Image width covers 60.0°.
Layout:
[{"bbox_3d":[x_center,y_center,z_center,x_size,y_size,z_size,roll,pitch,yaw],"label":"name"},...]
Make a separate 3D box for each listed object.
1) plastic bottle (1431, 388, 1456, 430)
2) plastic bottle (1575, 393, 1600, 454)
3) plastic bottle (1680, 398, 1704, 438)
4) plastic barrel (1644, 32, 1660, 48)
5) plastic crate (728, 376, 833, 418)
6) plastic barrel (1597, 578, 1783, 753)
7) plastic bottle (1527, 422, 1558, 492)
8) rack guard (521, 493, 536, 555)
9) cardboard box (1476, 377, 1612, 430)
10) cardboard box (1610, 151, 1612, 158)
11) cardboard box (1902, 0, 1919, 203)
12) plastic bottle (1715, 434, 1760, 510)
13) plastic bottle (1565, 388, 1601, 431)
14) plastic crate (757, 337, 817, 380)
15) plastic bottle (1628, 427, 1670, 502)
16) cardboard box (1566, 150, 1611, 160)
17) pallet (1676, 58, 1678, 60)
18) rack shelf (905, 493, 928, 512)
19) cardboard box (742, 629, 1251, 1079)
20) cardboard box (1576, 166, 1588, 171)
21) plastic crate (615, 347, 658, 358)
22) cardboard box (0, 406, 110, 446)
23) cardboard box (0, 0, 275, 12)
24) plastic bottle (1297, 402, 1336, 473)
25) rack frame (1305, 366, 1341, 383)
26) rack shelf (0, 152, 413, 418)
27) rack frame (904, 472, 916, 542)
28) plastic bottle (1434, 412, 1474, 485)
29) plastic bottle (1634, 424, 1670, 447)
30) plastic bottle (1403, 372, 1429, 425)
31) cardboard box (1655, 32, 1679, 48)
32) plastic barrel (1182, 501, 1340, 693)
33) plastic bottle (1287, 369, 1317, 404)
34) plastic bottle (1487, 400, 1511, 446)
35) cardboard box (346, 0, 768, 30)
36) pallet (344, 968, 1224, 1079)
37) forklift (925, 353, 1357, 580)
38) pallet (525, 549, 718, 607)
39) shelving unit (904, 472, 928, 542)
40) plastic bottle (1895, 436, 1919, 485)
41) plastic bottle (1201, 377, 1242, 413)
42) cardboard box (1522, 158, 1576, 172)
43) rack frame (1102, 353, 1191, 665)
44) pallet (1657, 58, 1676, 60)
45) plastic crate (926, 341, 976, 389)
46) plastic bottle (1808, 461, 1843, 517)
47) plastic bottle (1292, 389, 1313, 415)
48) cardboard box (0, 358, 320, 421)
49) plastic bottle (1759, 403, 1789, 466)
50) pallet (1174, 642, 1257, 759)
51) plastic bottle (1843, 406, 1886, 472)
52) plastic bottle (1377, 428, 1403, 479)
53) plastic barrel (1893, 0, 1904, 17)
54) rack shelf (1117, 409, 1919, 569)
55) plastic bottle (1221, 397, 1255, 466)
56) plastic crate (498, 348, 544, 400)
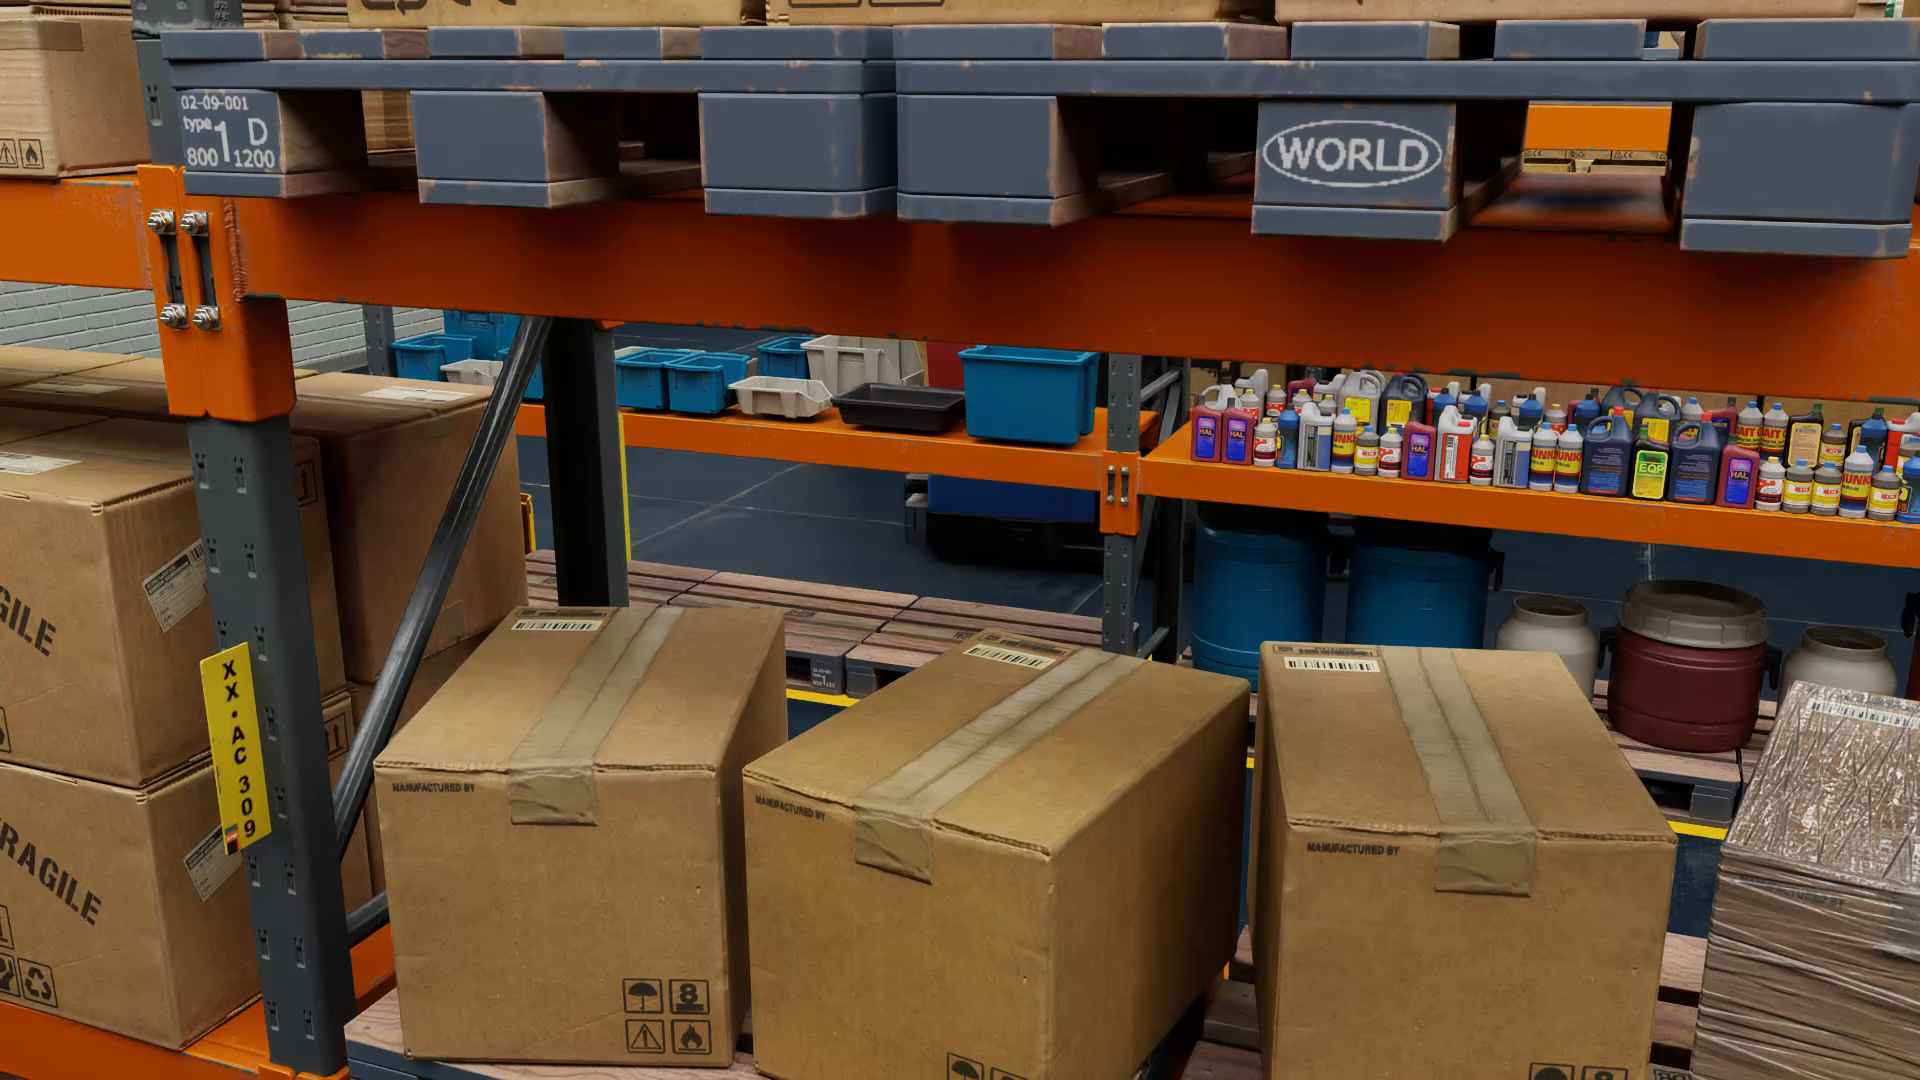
[{"bbox_3d":[2.145,-0.541,7.387,0.097,0.271,0.097,0,16,0],"label":"plastic bottle"},{"bbox_3d":[2.734,-0.503,7.258,0.097,0.271,0.097,0,16,0],"label":"plastic bottle"},{"bbox_3d":[3.144,-0.477,7.166,0.097,0.271,0.097,0,16,0],"label":"plastic bottle"},{"bbox_3d":[2.523,-2.430,6.632,0.708,0.901,0.600,6,17,21],"label":"plastic barrel"},{"bbox_3d":[-0.851,-0.685,8.017,0.466,0.136,0.293,6,17,21],"label":"plastic crate"},{"bbox_3d":[3.089,0.522,7.067,0.708,0.588,0.600,6,17,21],"label":"plastic barrel"},{"bbox_3d":[2.345,-0.337,6.685,0.097,0.271,0.097,0,16,0],"label":"plastic bottle"},{"bbox_3d":[-2.869,0.110,9.398,0.348,0.500,1.175,6,17,21],"label":"rack guard"},{"bbox_3d":[4.131,-0.997,11.784,0.875,0.875,1.225,6,17,19],"label":"cardboard box"},{"bbox_3d":[7.789,-4.977,20.463,0.500,0.500,0.500,7,18,22],"label":"cardboard box"},{"bbox_3d":[1.403,-0.619,1.865,0.500,0.500,0.910,6,17,21],"label":"cardboard box"},{"bbox_3d":[3.004,-0.265,6.415,0.133,0.283,0.061,6,17,21],"label":"plastic bottle"},{"bbox_3d":[2.747,-0.532,7.334,0.133,0.283,0.061,6,17,21],"label":"plastic bottle"},{"bbox_3d":[-0.837,-0.896,8.574,0.300,0.233,0.416,6,17,21],"label":"plastic crate"},{"bbox_3d":[2.708,-0.297,6.527,0.133,0.283,0.061,6,17,21],"label":"plastic bottle"},{"bbox_3d":[7.586,-4.849,20.023,0.500,0.500,0.500,6,17,19],"label":"cardboard box"},{"bbox_3d":[4.758,-3.073,10.838,1.213,0.211,1.003,7,18,23],"label":"pallet"},{"bbox_3d":[-0.221,-0.241,10.655,0.200,0.077,0.258,4,17,13],"label":"rack shelf"},{"bbox_3d":[0.080,0.513,2.595,0.500,0.500,0.700,9,19,29],"label":"cardboard box"},{"bbox_3d":[6.017,-3.512,16.022,0.250,0.149,0.380,6,17,19],"label":"cardboard box"},{"bbox_3d":[-1.752,-0.924,8.841,0.243,0.136,0.396,6,17,21],"label":"plastic crate"},{"bbox_3d":[-1.984,0.038,3.191,0.500,0.500,0.500,6,17,20],"label":"cardboard box"},{"bbox_3d":[-1.493,-0.986,2.682,0.500,0.250,0.500,6,17,21],"label":"cardboard box"},{"bbox_3d":[1.511,-0.439,7.029,0.135,0.276,0.152,6,17,21],"label":"plastic bottle"},{"bbox_3d":[2.697,-1.967,12.068,0.127,3.000,1.000,6,17,21],"label":"rack frame"},{"bbox_3d":[-2.802,-0.698,3.607,4.000,0.370,1.077,6,17,21],"label":"rack shelf"},{"bbox_3d":[-0.319,-0.453,10.619,0.006,0.900,0.240,4,17,13],"label":"rack frame"},{"bbox_3d":[2.032,-0.382,6.831,0.135,0.276,0.152,6,17,21],"label":"plastic bottle"},{"bbox_3d":[2.731,-0.313,6.581,0.133,0.283,0.061,6,17,21],"label":"plastic bottle"},{"bbox_3d":[2.027,-0.631,7.554,0.185,0.351,0.144,6,17,21],"label":"plastic bottle"},{"bbox_3d":[4.510,-3.453,10.869,0.637,0.503,0.797,6,17,20],"label":"cardboard box"},{"bbox_3d":[1.379,0.184,7.671,0.708,0.901,0.600,6,17,21],"label":"plastic barrel"},{"bbox_3d":[1.597,-0.658,7.769,0.133,0.283,0.061,6,17,21],"label":"plastic bottle"},{"bbox_3d":[2.417,-0.523,7.451,0.097,0.201,0.097,0,16,0],"label":"plastic bottle"},{"bbox_3d":[-0.500,-1.066,2.472,0.600,0.600,0.600,5,17,15],"label":"cardboard box"},{"bbox_3d":[-0.238,0.804,2.867,1.213,0.211,1.003,6,17,21],"label":"pallet"},{"bbox_3d":[1.362,-1.320,9.963,3.031,2.935,1.130,4,17,13],"label":"forklift"},{"bbox_3d":[-2.089,0.342,9.117,1.213,0.211,1.003,6,17,21],"label":"pallet"},{"bbox_3d":[-0.221,-0.446,10.596,0.210,0.900,0.258,4,17,13],"label":"shelving unit"},{"bbox_3d":[3.858,-0.319,6.748,0.097,0.201,0.097,0,16,0],"label":"plastic bottle"},{"bbox_3d":[1.126,-0.534,7.223,0.185,0.351,0.144,6,17,21],"label":"plastic bottle"},{"bbox_3d":[3.928,-2.360,11.445,0.637,0.503,0.797,6,17,21],"label":"cardboard box"},{"bbox_3d":[0.880,-0.682,7.644,0.127,3.000,1.000,6,17,21],"label":"rack frame"},{"bbox_3d":[6.112,-4.397,15.397,1.003,0.211,1.213,6,17,21],"label":"pallet"},{"bbox_3d":[0.141,-0.898,8.165,0.583,0.464,0.402,6,17,21],"label":"plastic crate"},{"bbox_3d":[3.300,-0.198,6.333,0.097,0.201,0.097,0,16,0],"label":"plastic bottle"},{"bbox_3d":[1.584,-0.596,7.704,0.097,0.201,0.097,0,16,0],"label":"plastic bottle"},{"bbox_3d":[-1.757,-0.100,3.665,0.500,0.500,0.500,6,17,19],"label":"cardboard box"},{"bbox_3d":[3.450,-0.443,7.050,0.097,0.271,0.097,0,16,0],"label":"plastic bottle"},{"bbox_3d":[1.582,0.747,7.723,1.213,0.211,1.003,6,17,21],"label":"pallet"},{"bbox_3d":[3.778,-0.418,6.943,0.133,0.283,0.061,6,17,21],"label":"plastic bottle"},{"bbox_3d":[1.790,-0.364,6.905,0.097,0.201,0.097,0,16,0],"label":"plastic bottle"},{"bbox_3d":[3.549,-1.921,6.024,0.301,0.262,0.301,0,16,0],"label":"plastic barrel"},{"bbox_3d":[2.740,-0.132,7.039,4.000,0.370,1.077,6,17,21],"label":"rack shelf"},{"bbox_3d":[1.188,-0.464,7.103,0.133,0.283,0.061,6,17,21],"label":"plastic bottle"},{"bbox_3d":[-2.120,-0.862,8.455,0.300,0.233,0.416,6,17,21],"label":"plastic crate"}]
